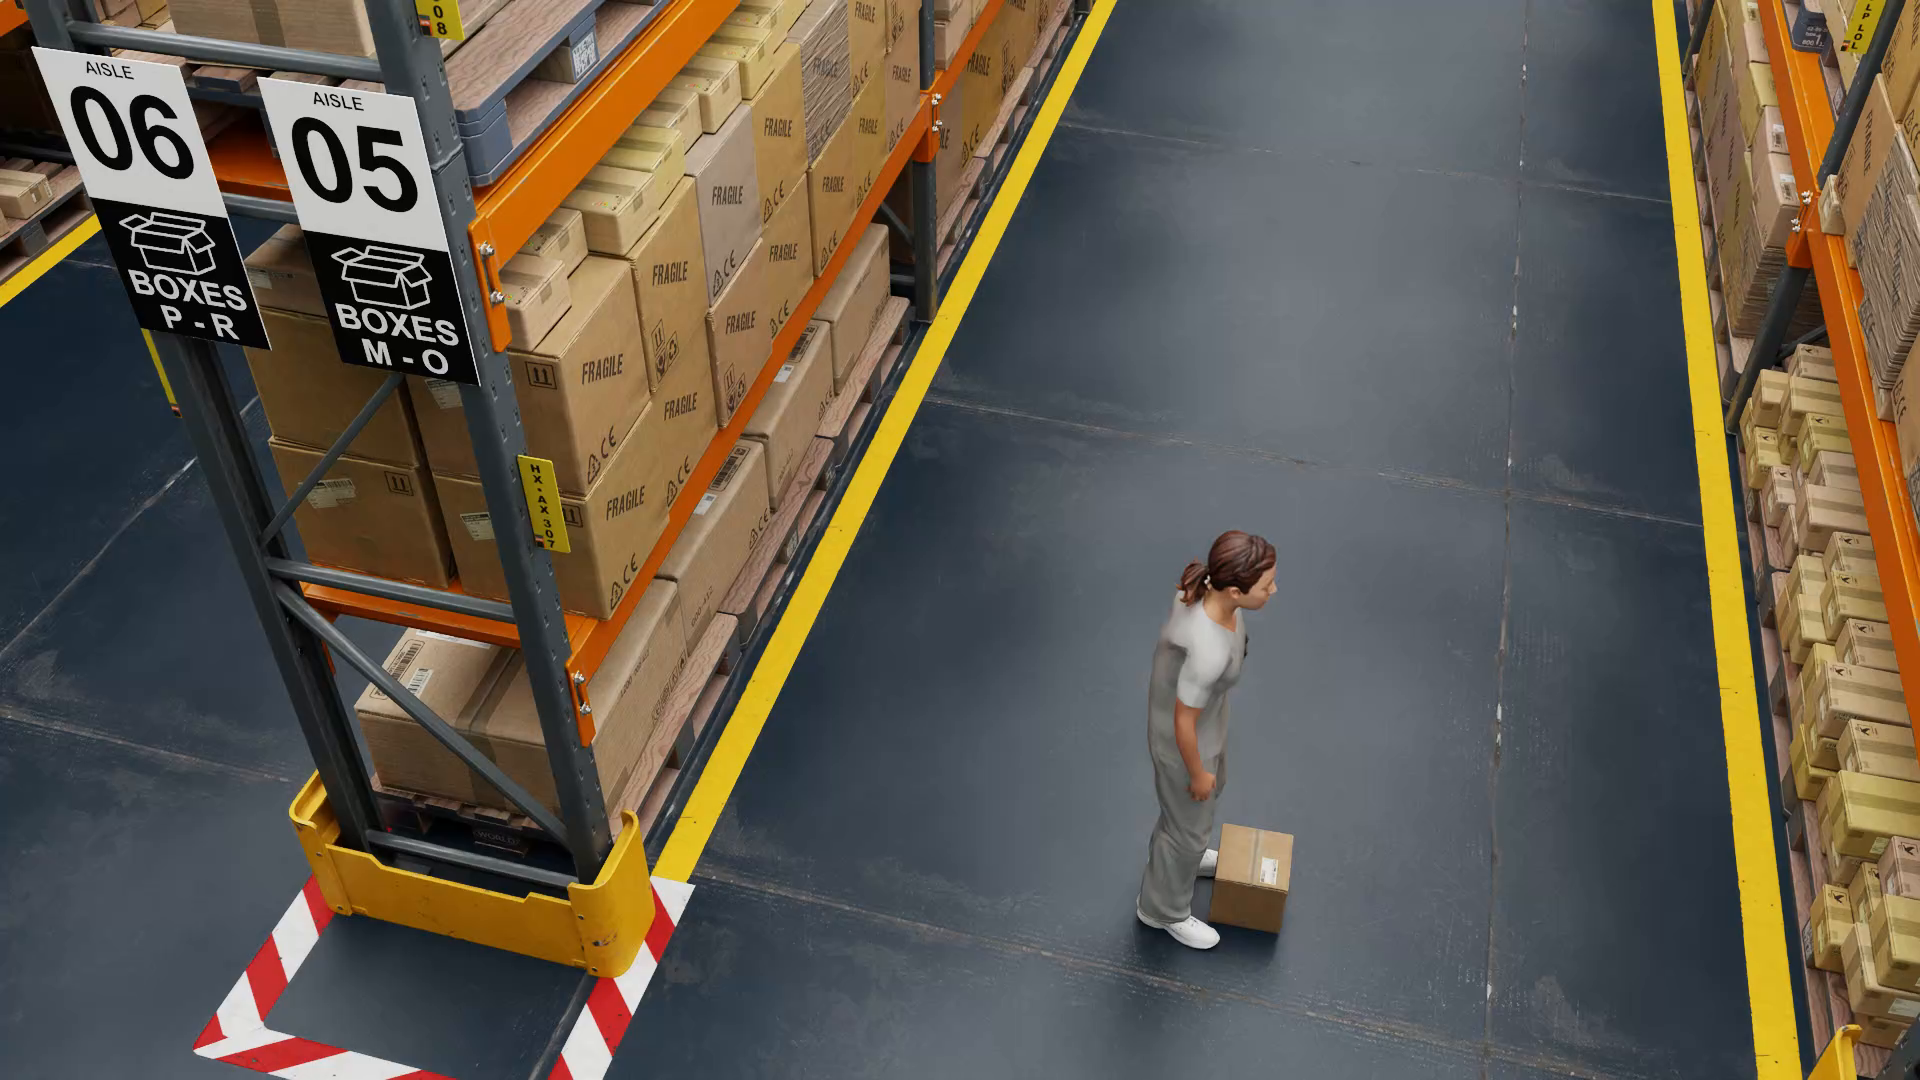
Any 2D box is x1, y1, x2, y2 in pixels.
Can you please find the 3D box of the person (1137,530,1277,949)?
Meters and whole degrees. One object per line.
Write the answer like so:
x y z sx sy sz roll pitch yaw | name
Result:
0.786 0.626 5.443 0.355 1.673 0.488 10 42 11 | person
